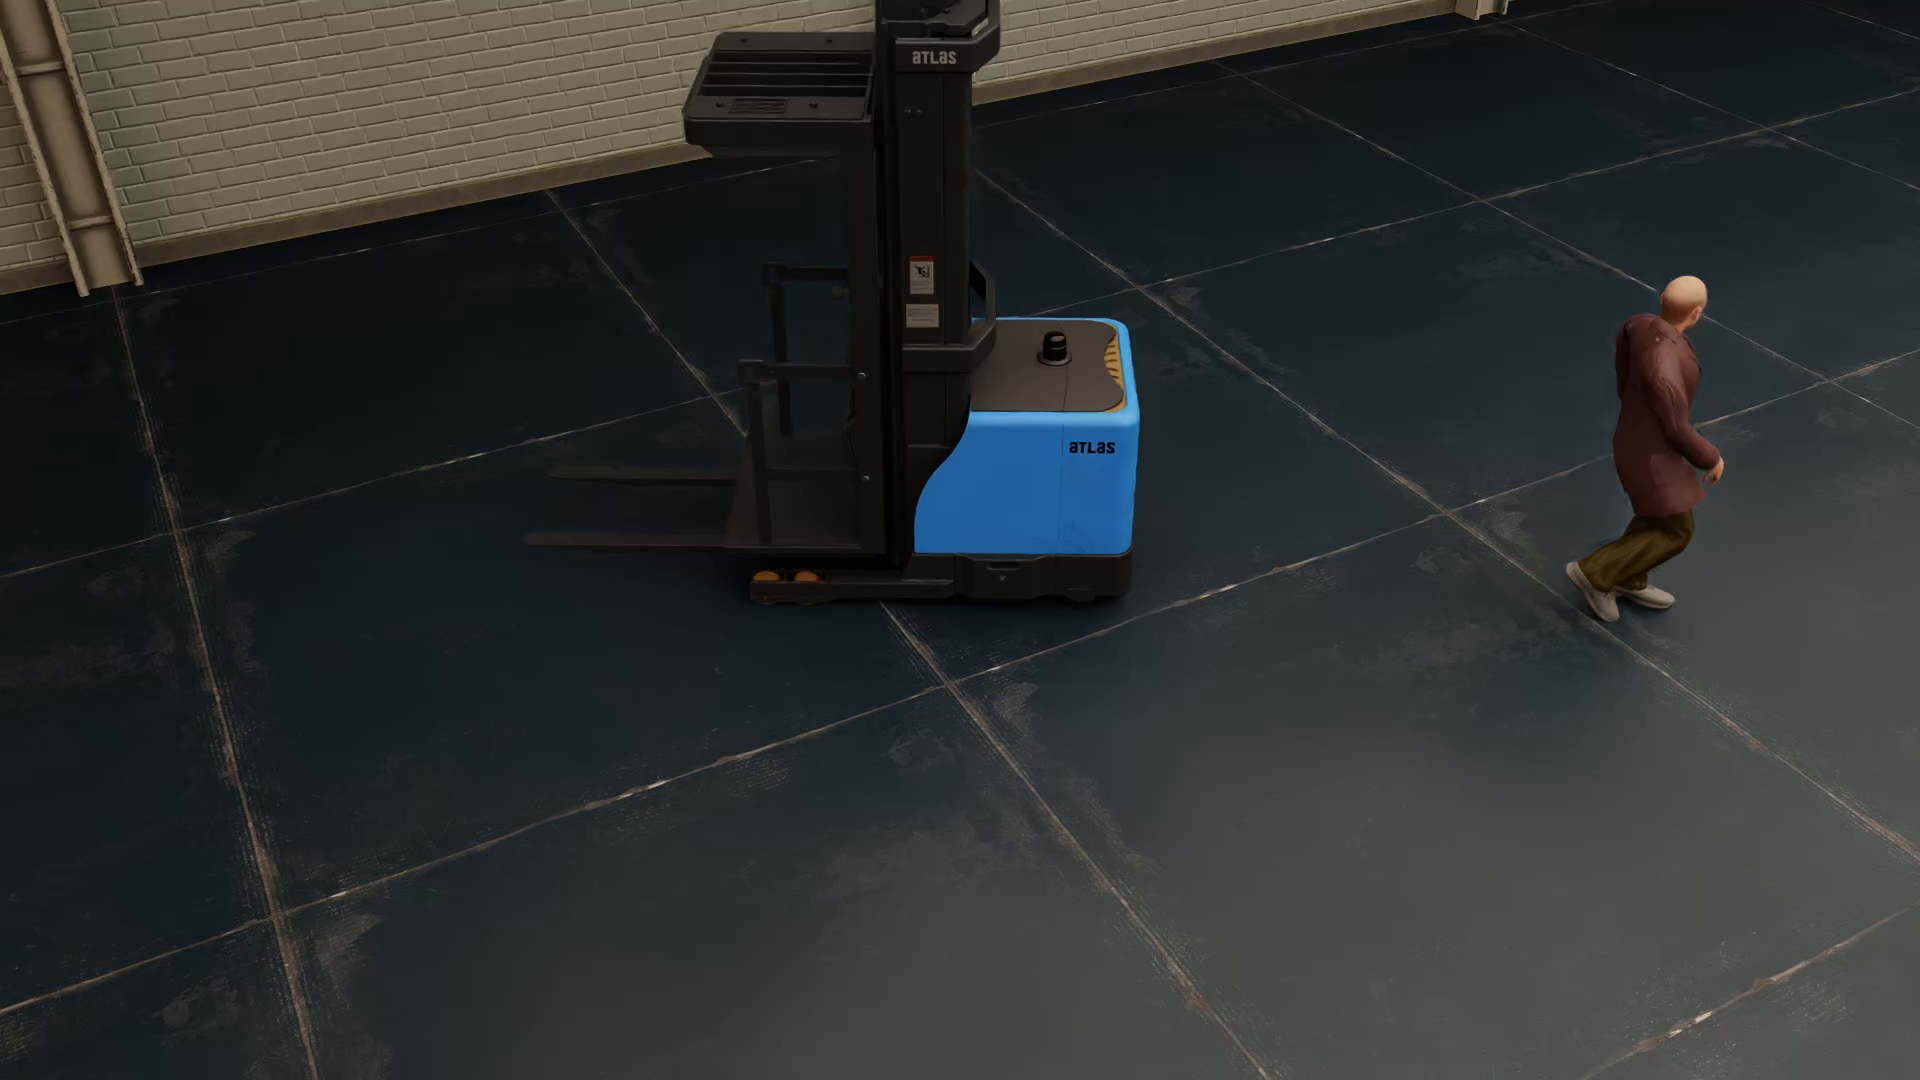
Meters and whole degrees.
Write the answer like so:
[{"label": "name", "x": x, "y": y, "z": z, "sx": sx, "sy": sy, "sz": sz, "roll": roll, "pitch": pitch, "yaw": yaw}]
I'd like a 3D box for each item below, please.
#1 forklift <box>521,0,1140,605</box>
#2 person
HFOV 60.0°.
[{"label": "forklift", "x": -0.664, "y": -1.179, "z": 7.791, "sx": 3.031, "sy": 2.935, "sz": 1.130, "roll": 1, "pitch": 35, "yaw": 1}, {"label": "person", "x": 3.258, "y": -0.437, "z": 7.785, "sx": 0.553, "sy": 1.739, "sz": 0.810, "roll": 10, "pitch": 36, "yaw": 14}]
